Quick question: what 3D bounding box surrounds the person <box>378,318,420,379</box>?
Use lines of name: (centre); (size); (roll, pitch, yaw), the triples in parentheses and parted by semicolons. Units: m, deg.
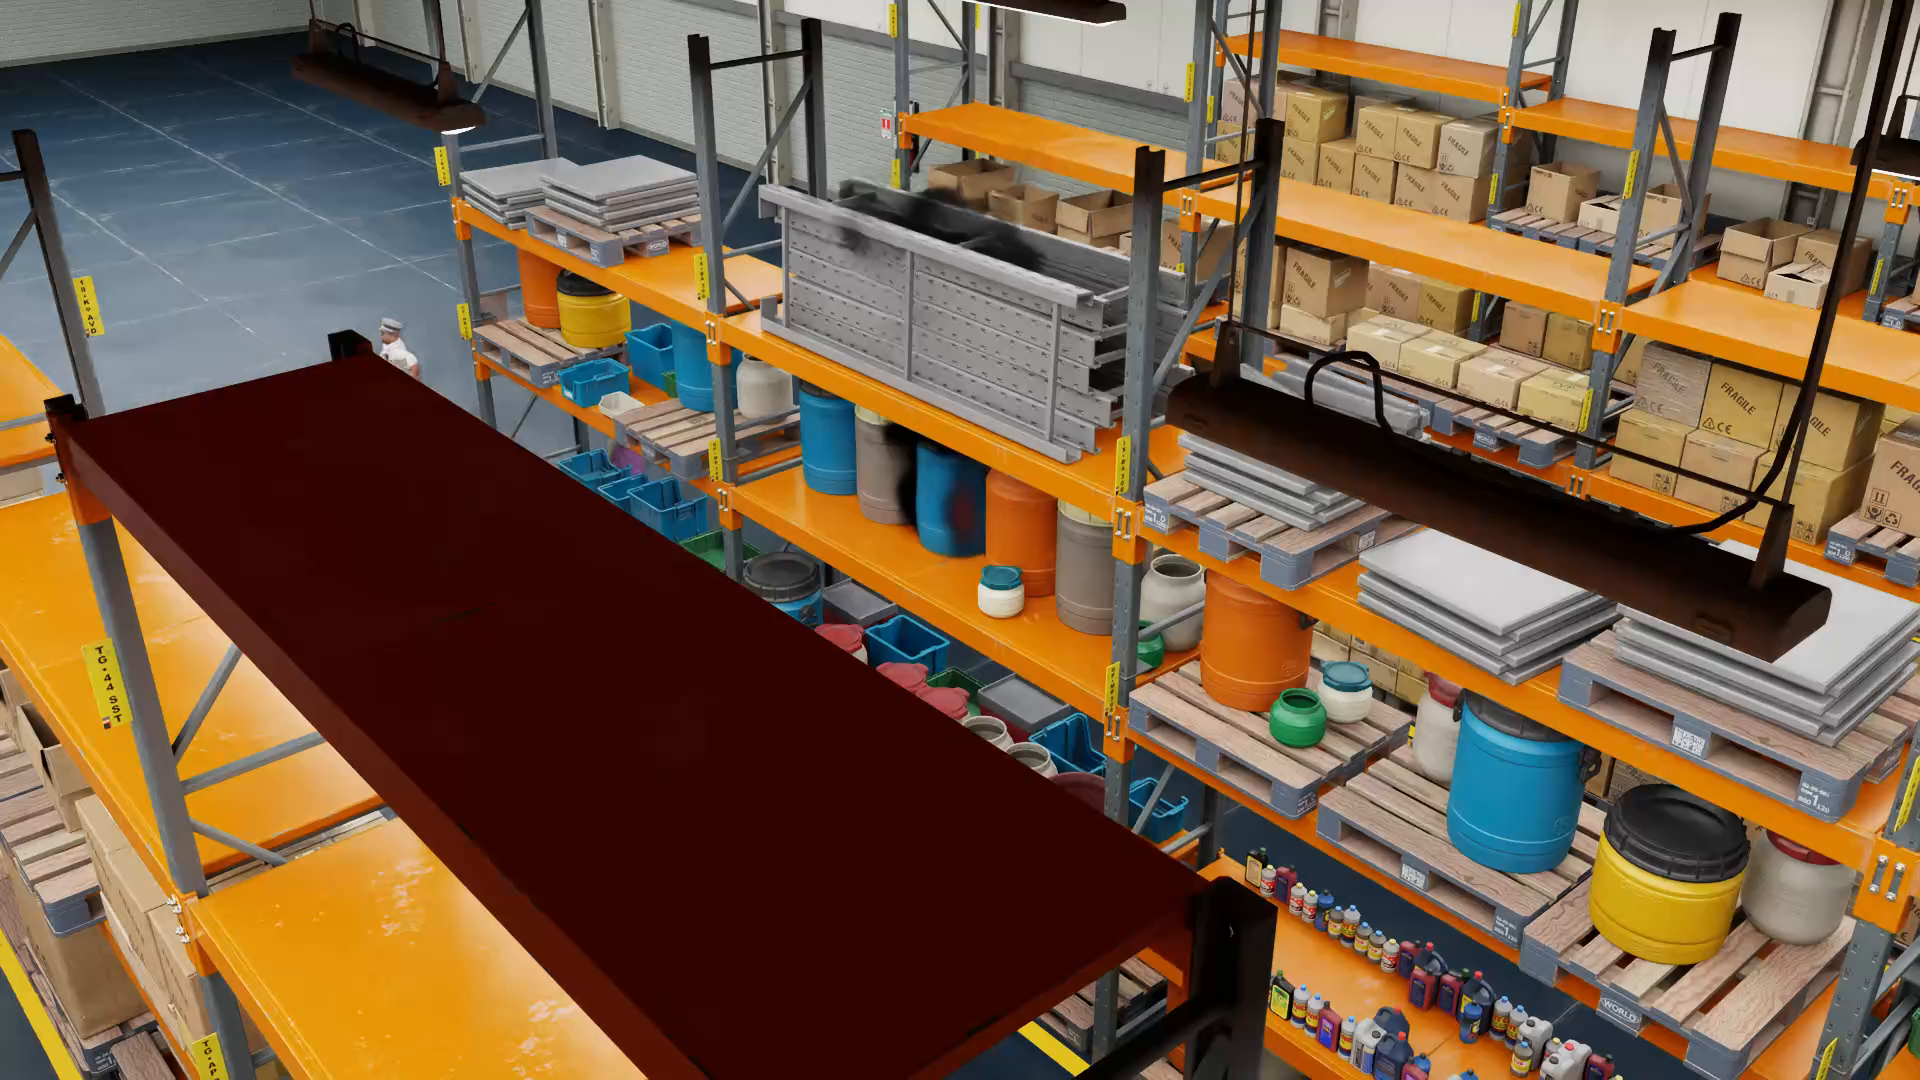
person: (-6.357, -1.650, 18.810); (0.894, 1.795, 0.652); (-7, 28, -13)

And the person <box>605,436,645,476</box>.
person: (-3.439, -0.645, 17.197); (0.830, 1.505, 0.538); (15, 31, 27)
